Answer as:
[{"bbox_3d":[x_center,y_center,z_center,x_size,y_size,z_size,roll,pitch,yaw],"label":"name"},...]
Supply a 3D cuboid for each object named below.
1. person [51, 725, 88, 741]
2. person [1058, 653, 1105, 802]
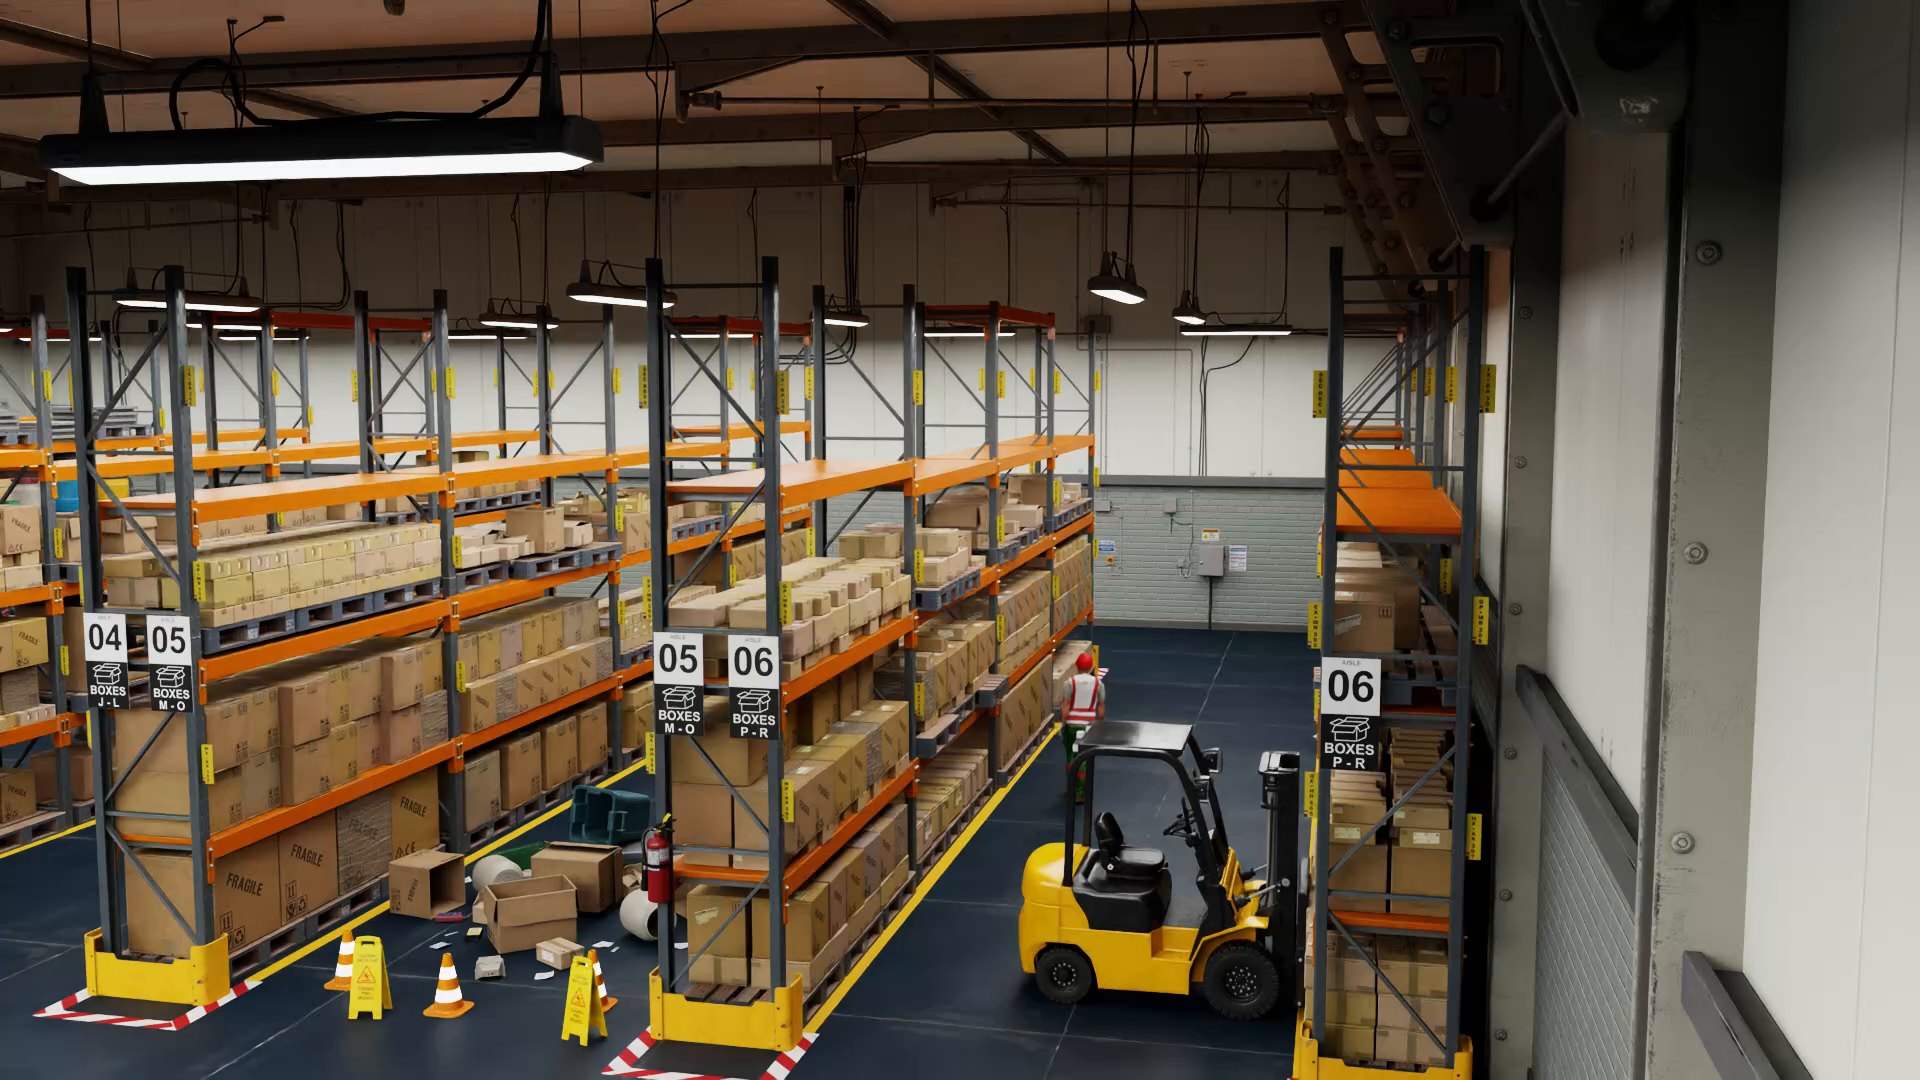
[{"bbox_3d":[-11.714,2.092,21.888,0.624,1.753,0.638,0,6,-1],"label":"person"},{"bbox_3d":[1.467,2.269,20.070,0.549,1.826,0.548,1,6,9],"label":"person"}]
